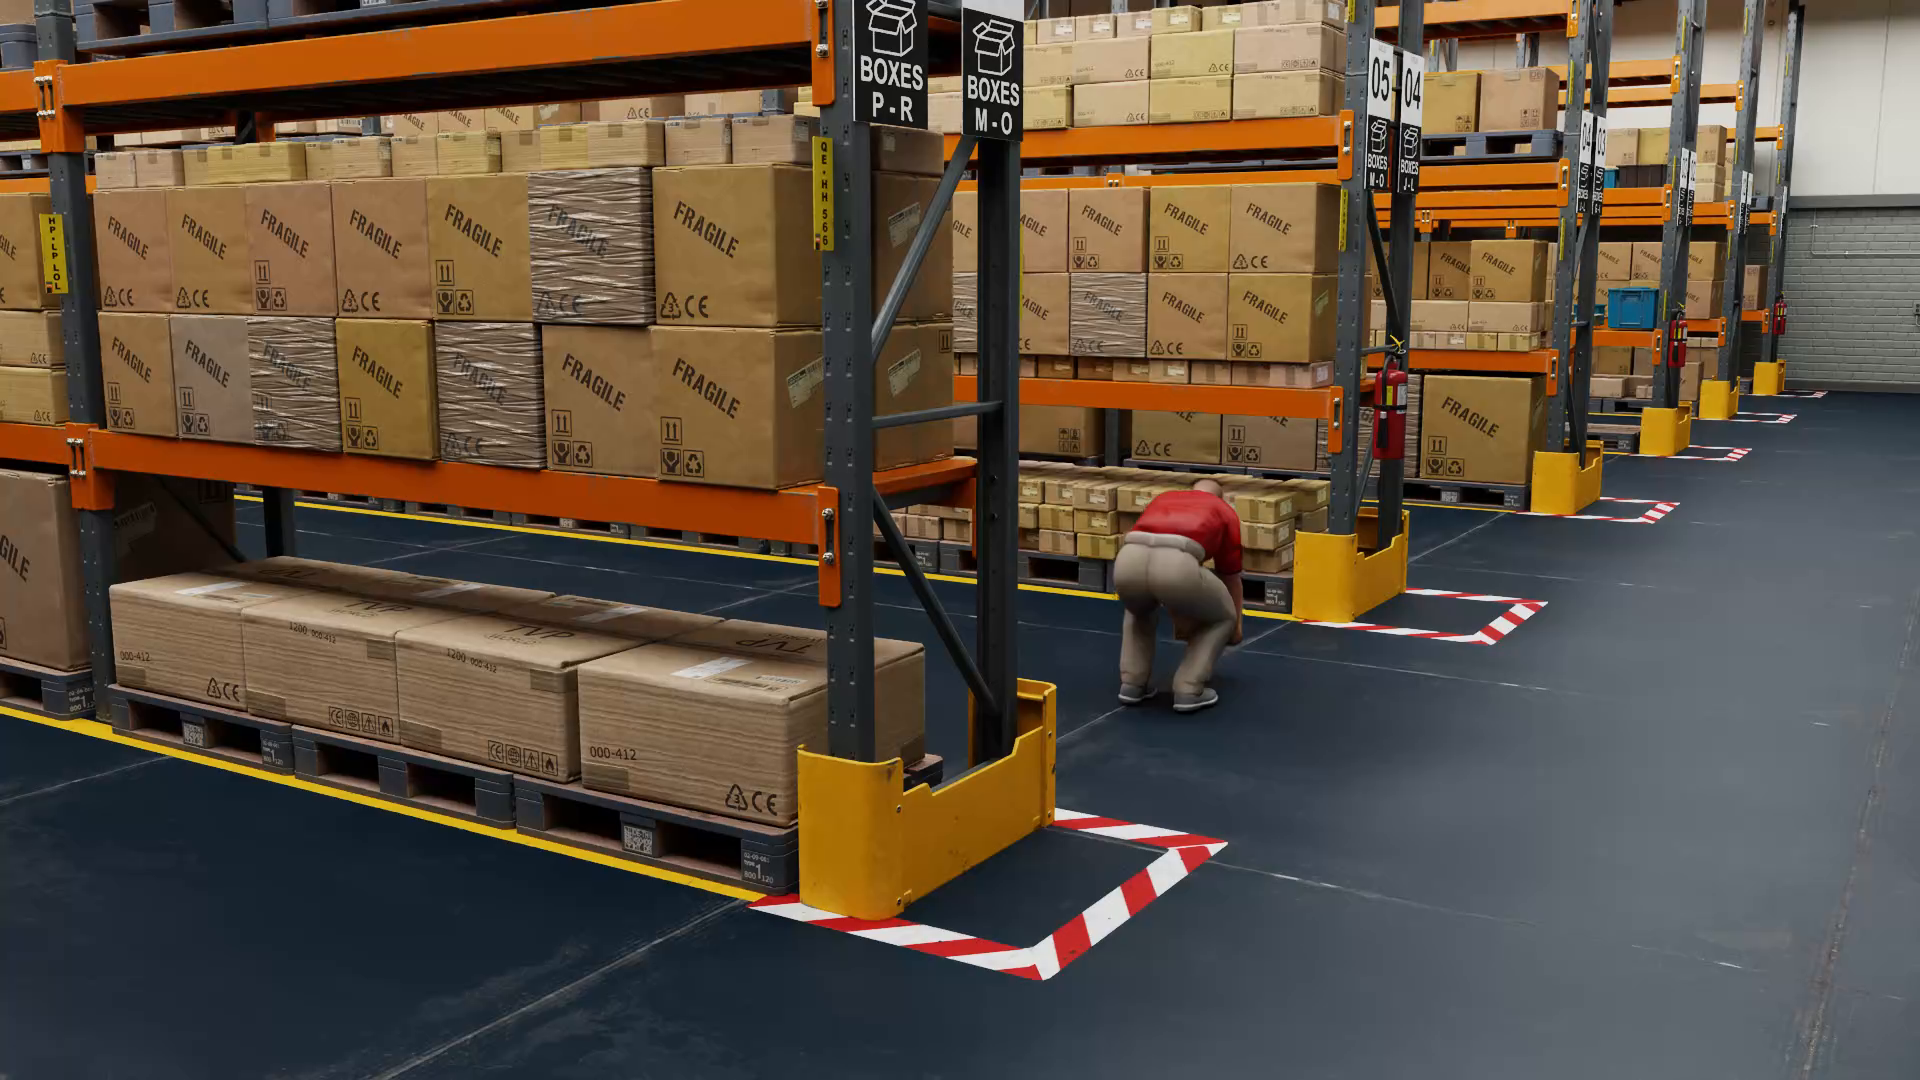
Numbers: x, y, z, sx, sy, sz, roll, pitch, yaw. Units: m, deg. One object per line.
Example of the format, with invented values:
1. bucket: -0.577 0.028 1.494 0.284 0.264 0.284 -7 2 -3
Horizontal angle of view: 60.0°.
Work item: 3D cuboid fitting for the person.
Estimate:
1. person: 1.026 0.247 7.745 0.539 0.980 0.931 5 11 29
